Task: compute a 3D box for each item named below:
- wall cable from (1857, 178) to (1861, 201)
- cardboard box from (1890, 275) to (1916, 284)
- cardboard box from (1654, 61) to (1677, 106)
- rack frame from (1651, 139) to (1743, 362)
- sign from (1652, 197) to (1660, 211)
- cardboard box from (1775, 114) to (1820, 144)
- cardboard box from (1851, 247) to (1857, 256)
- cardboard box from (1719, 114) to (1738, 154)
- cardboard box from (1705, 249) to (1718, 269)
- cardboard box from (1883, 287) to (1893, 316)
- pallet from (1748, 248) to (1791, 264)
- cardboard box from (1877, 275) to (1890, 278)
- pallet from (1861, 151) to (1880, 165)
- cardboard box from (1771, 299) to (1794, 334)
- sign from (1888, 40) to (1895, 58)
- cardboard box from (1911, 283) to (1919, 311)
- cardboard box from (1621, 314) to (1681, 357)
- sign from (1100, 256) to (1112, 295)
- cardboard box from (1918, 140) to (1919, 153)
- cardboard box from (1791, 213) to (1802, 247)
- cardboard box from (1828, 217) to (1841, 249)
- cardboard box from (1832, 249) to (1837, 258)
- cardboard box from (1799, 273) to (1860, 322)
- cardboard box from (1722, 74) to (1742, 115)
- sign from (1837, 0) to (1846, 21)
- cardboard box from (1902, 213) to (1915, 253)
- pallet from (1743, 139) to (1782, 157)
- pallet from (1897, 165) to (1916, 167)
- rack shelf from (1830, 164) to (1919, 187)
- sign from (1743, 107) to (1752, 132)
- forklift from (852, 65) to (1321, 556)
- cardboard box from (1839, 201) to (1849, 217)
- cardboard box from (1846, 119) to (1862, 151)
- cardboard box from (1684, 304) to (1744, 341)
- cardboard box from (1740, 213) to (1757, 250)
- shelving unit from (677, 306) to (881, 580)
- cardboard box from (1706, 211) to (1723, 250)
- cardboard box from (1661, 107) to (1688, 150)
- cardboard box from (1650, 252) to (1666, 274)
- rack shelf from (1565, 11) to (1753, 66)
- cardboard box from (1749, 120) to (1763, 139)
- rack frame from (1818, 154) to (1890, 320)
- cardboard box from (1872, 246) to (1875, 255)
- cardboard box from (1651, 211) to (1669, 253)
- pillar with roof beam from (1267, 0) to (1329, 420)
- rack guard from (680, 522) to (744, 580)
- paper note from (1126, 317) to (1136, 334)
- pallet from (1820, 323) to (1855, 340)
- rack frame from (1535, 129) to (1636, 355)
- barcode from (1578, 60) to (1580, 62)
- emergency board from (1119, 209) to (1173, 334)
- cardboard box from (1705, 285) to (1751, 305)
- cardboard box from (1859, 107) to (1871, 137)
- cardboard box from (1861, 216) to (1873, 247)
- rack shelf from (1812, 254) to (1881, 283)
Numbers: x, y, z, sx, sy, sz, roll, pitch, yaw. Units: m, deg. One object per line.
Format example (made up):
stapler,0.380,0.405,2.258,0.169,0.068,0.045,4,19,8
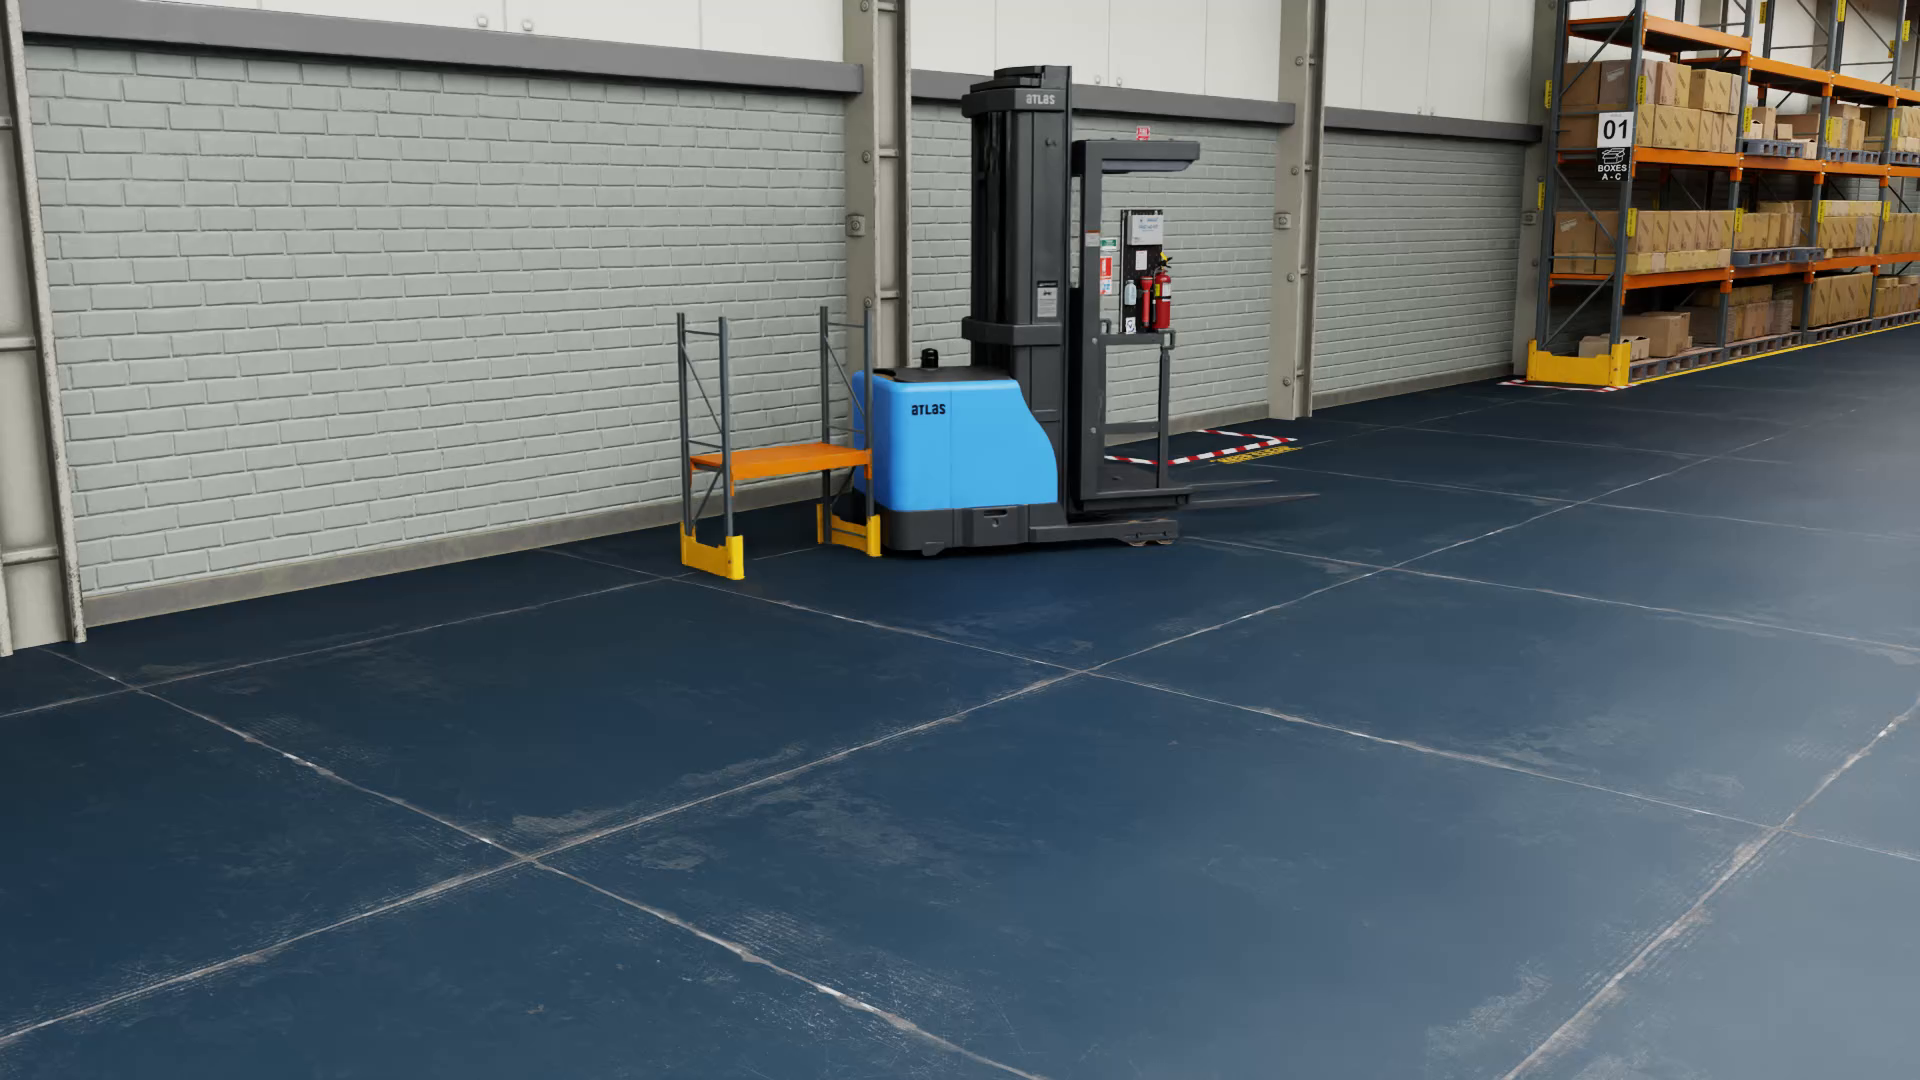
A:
wall cable,18.209,-6.559,33.300,0.084,1.984,1.851,10,15,40
cardboard box,17.571,-4.853,31.003,0.380,0.149,0.250,10,15,42
cardboard box,8.318,-5.509,20.118,0.500,0.500,0.500,10,15,40
rack frame,10.153,-3.985,23.005,1.000,3.000,0.127,10,15,40
sign,9.734,-4.624,23.248,0.100,0.325,0.005,10,15,40
cardboard box,13.064,-6.387,25.992,0.700,0.500,0.500,8,14,36
cardboard box,14.728,-4.816,27.755,0.380,0.149,0.250,10,15,40
cardboard box,10.004,-5.408,22.165,0.500,0.500,0.500,10,15,42
cardboard box,9.733,-3.740,22.111,0.500,0.250,0.500,10,15,41
cardboard box,16.339,-4.312,29.954,0.700,0.500,0.500,10,15,40
pallet,11.518,-4.183,24.485,1.003,0.211,1.213,10,15,40
cardboard box,17.120,-4.866,31.068,0.380,0.149,0.250,10,15,41
pallet,14.866,-6.398,27.915,0.805,0.209,1.217,9,14,38
cardboard box,12.357,-3.451,25.589,0.700,0.500,0.500,10,15,41
sign,17.662,-9.301,31.513,0.100,0.325,0.005,10,15,40
cardboard box,17.687,-4.615,31.467,0.700,0.500,0.500,10,15,40
cardboard box,8.935,-2.662,21.639,0.700,0.500,0.500,9,14,37
sign,1.262,-2.319,14.574,0.001,0.329,0.234,10,15,40
cardboard box,17.108,-7.107,30.032,0.500,0.250,0.500,9,15,39
cardboard box,12.491,-4.768,25.546,0.700,0.500,0.500,8,14,34
cardboard box,13.659,-4.892,26.482,0.500,0.500,0.500,10,15,42
cardboard box,14.013,-4.672,27.032,0.380,0.149,0.250,10,15,41
cardboard box,14.518,-4.070,27.847,0.750,0.750,0.750,10,15,42
cardboard box,10.026,-5.896,22.057,0.500,0.500,0.500,8,14,36
sign,13.207,-7.944,24.920,0.100,0.325,0.005,10,15,40
cardboard box,16.763,-5.602,30.334,0.980,0.700,0.700,9,14,38
pallet,10.641,-5.441,23.115,1.213,0.211,1.003,10,15,40
pallet,17.592,-7.068,31.006,1.003,0.211,1.213,10,15,40
rack shelf,16.754,-6.574,30.148,1.077,0.370,4.000,10,15,40
sign,10.566,-5.640,22.315,0.100,0.325,0.005,10,15,40
forklift,0.868,-1.488,10.678,3.031,2.935,1.130,-4,12,-18
cardboard box,13.968,-5.333,26.772,0.500,0.250,0.500,10,15,41
cardboard box,14.452,-6.692,27.522,0.700,0.500,0.500,9,15,39
cardboard box,10.930,-3.168,24.172,0.700,0.500,0.500,9,15,39
cardboard box,10.889,-4.402,23.712,0.500,0.500,0.700,-10,15,-42
shelving unit,-1.081,-0.616,9.967,1.083,1.500,0.587,-9,15,-39
cardboard box,9.748,-4.105,22.024,0.500,0.500,0.500,10,15,40
cardboard box,8.642,-5.094,20.595,0.500,0.500,0.500,11,16,43
cardboard box,8.405,-3.442,20.617,0.500,0.250,0.500,9,15,39
rack shelf,8.833,-6.278,21.015,1.077,0.370,4.000,10,15,40
cardboard box,10.981,-5.779,23.483,0.500,0.311,0.500,10,15,42
rack frame,15.434,-5.162,28.898,1.000,3.000,0.127,10,15,40
cardboard box,15.423,-4.962,28.488,0.380,0.149,0.250,10,15,41
cardboard box,8.387,-3.803,20.512,0.500,0.500,0.500,10,15,41
pillar with roof beam,6.598,-5.114,13.340,9.100,9.000,0.400,10,15,40
rack guard,-1.462,0.059,9.775,0.087,0.250,0.587,-9,15,-39
paper note,1.536,-1.921,14.919,0.016,0.148,0.142,10,15,40
pallet,14.176,-3.491,27.651,1.003,0.211,1.213,10,15,40
rack frame,7.513,-3.397,20.058,1.000,3.000,0.127,10,15,40
barcode,7.606,-5.870,20.445,0.001,0.075,0.075,10,15,40
emergency board,1.704,-2.370,14.918,0.194,1.169,0.643,10,15,40
cardboard box,11.255,-3.595,24.398,0.500,0.250,0.500,9,15,39
cardboard box,15.720,-7.315,29.160,0.500,0.500,0.500,10,15,40
cardboard box,14.989,-5.190,27.971,0.500,0.500,0.500,10,15,41
rack shelf,14.114,-4.515,27.495,1.077,0.370,4.000,10,15,40
